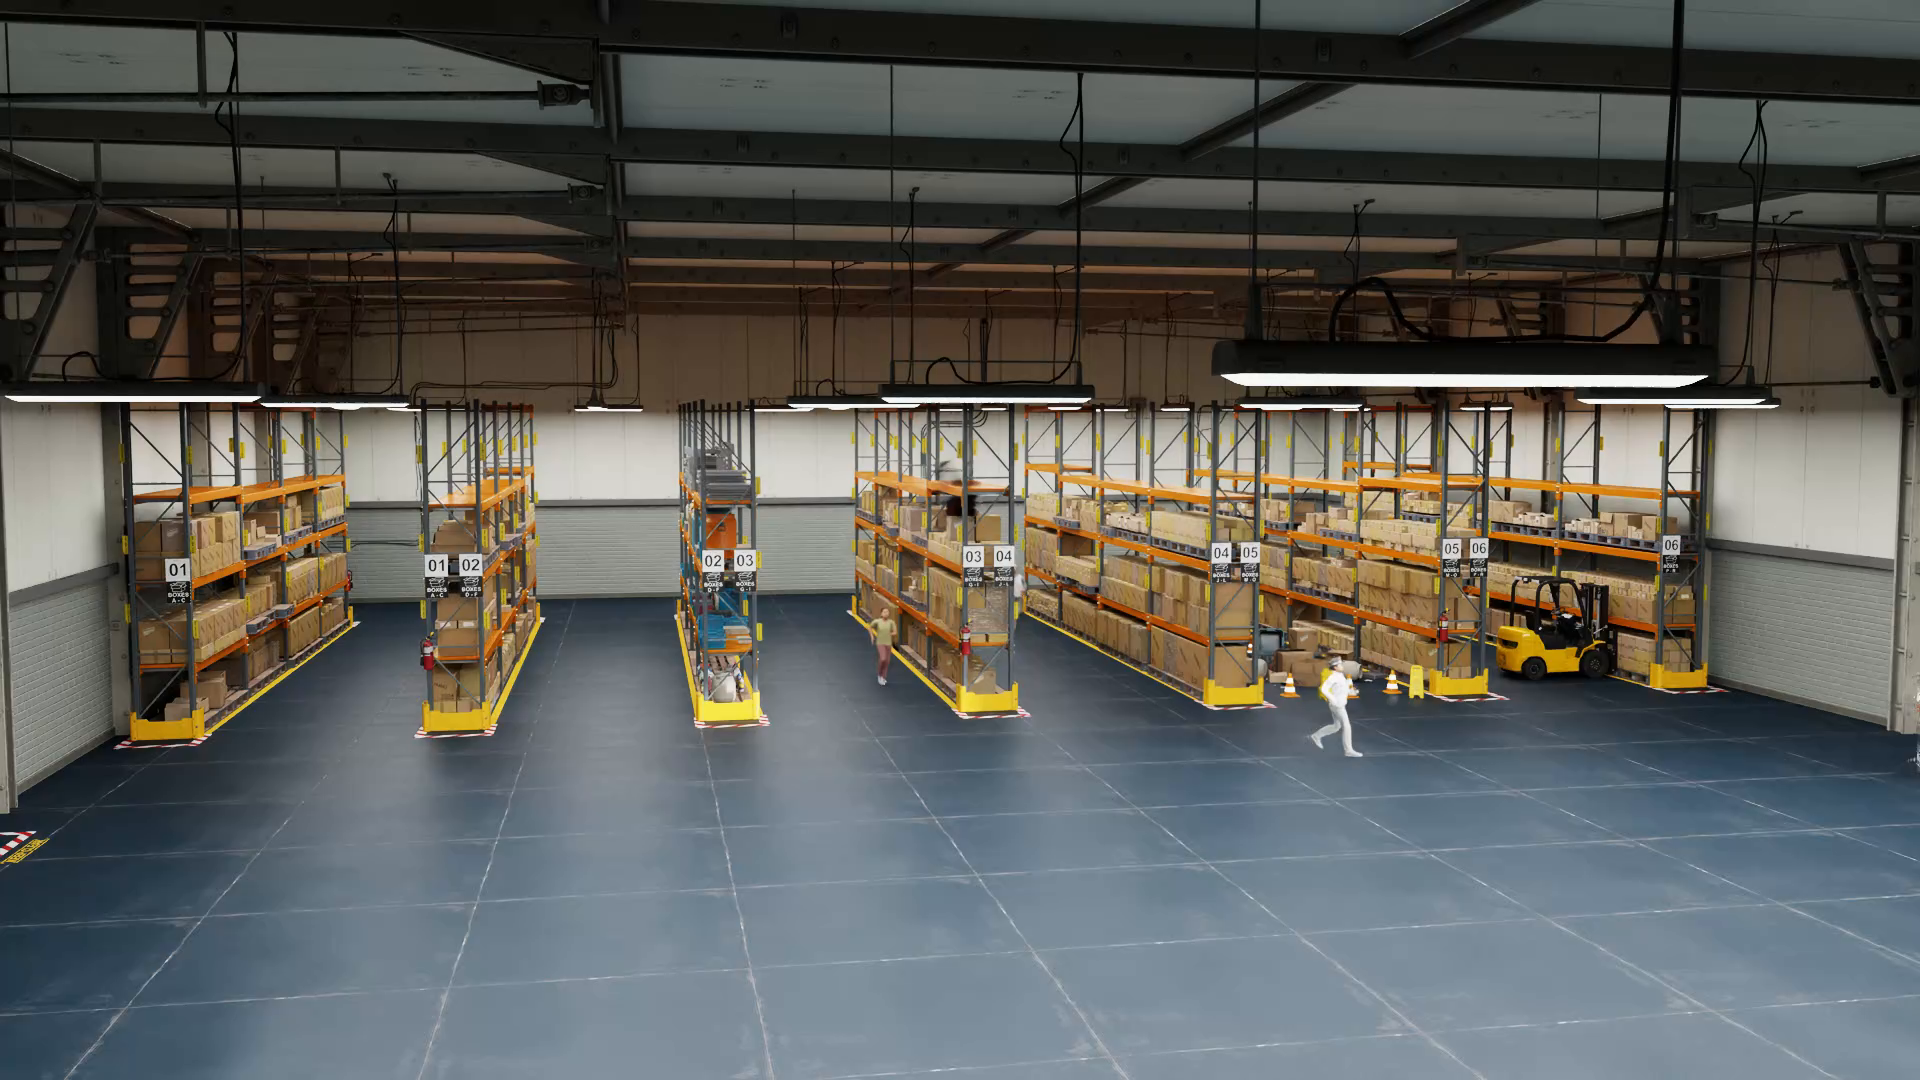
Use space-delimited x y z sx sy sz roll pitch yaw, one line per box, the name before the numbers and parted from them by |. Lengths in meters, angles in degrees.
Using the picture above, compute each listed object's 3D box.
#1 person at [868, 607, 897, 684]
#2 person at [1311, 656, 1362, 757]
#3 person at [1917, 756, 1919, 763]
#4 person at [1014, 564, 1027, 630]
person | -1.596 2.229 35.169 0.565 1.639 0.599 -2 5 -20
person | 6.324 2.774 27.853 0.858 1.665 0.622 2 5 26
person | 15.368 2.911 25.909 0.583 1.675 0.924 -3 5 -34
person | 1.463 1.508 44.503 0.660 1.745 0.578 0 4 -6
